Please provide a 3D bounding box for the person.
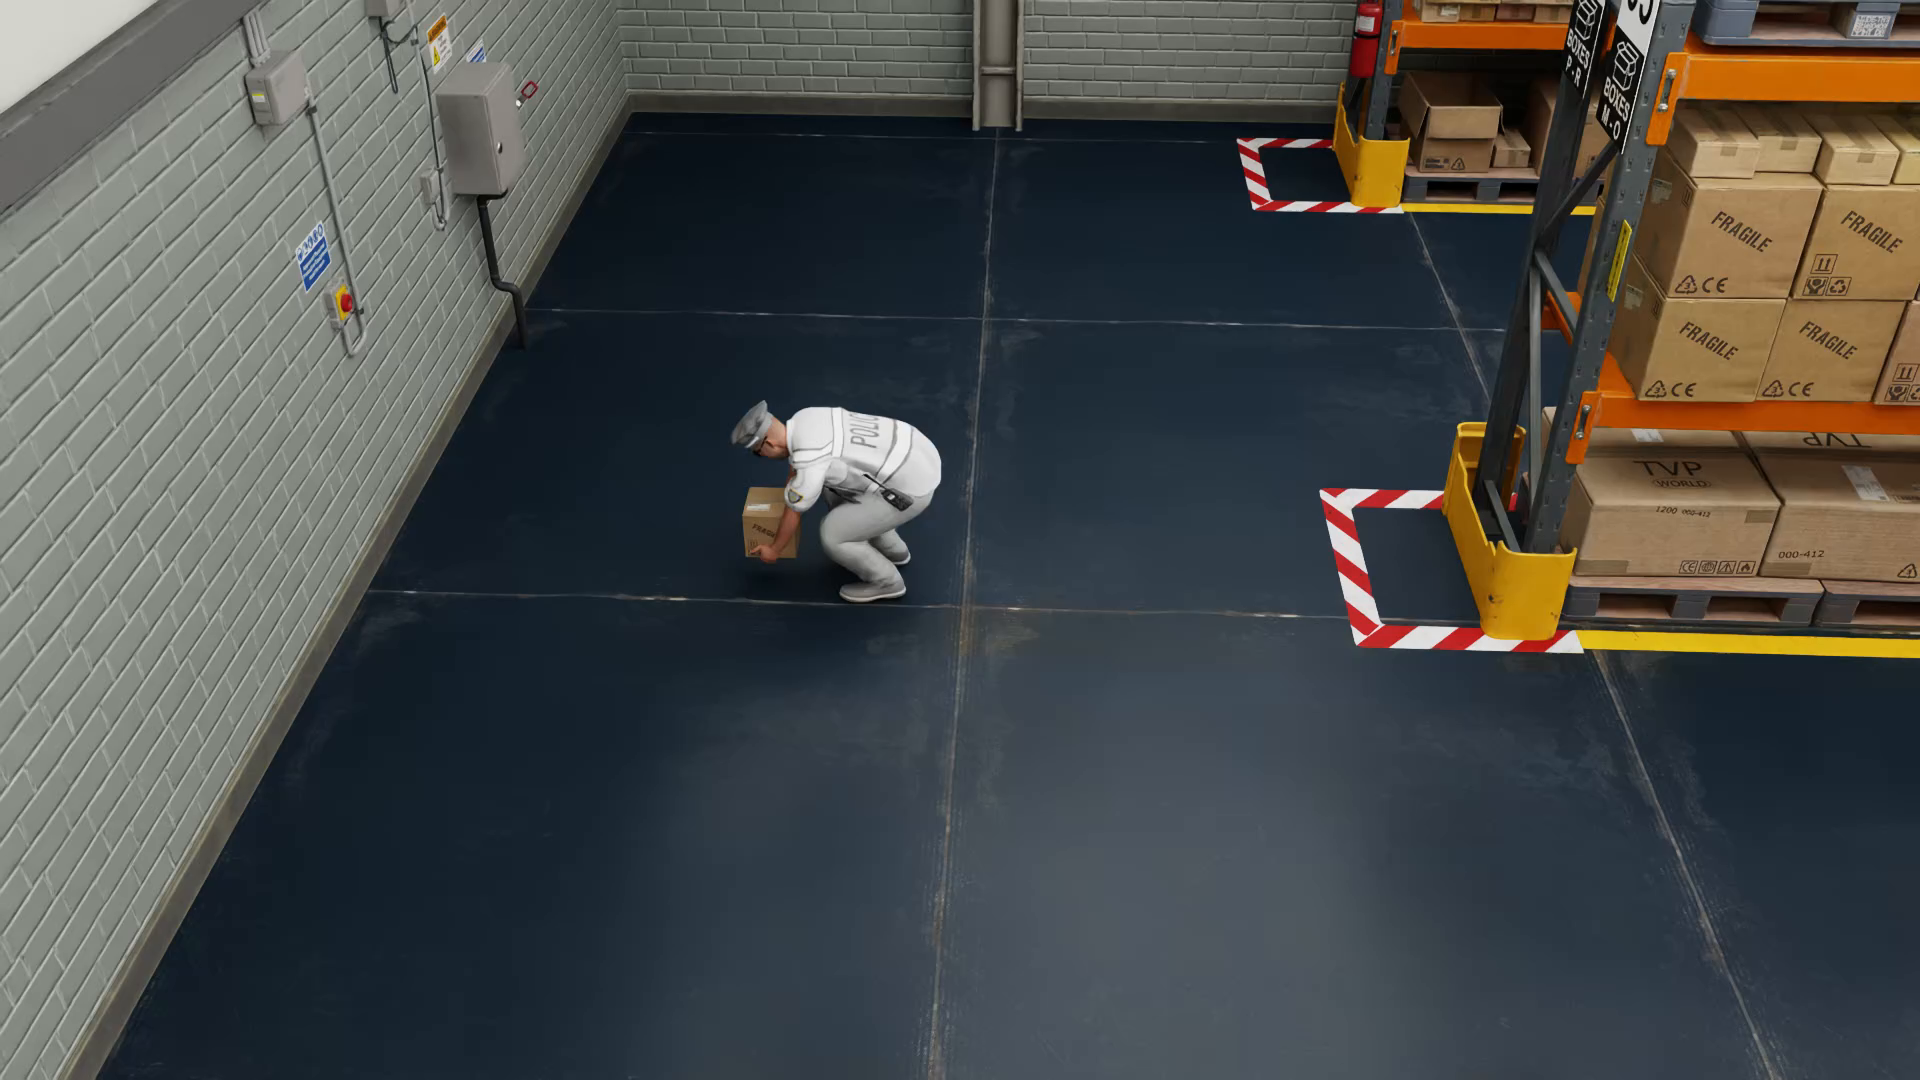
[{"bbox_3d":[-0.587,-0.215,8.051,0.996,1.020,0.495,0,35,0],"label":"person"}]
